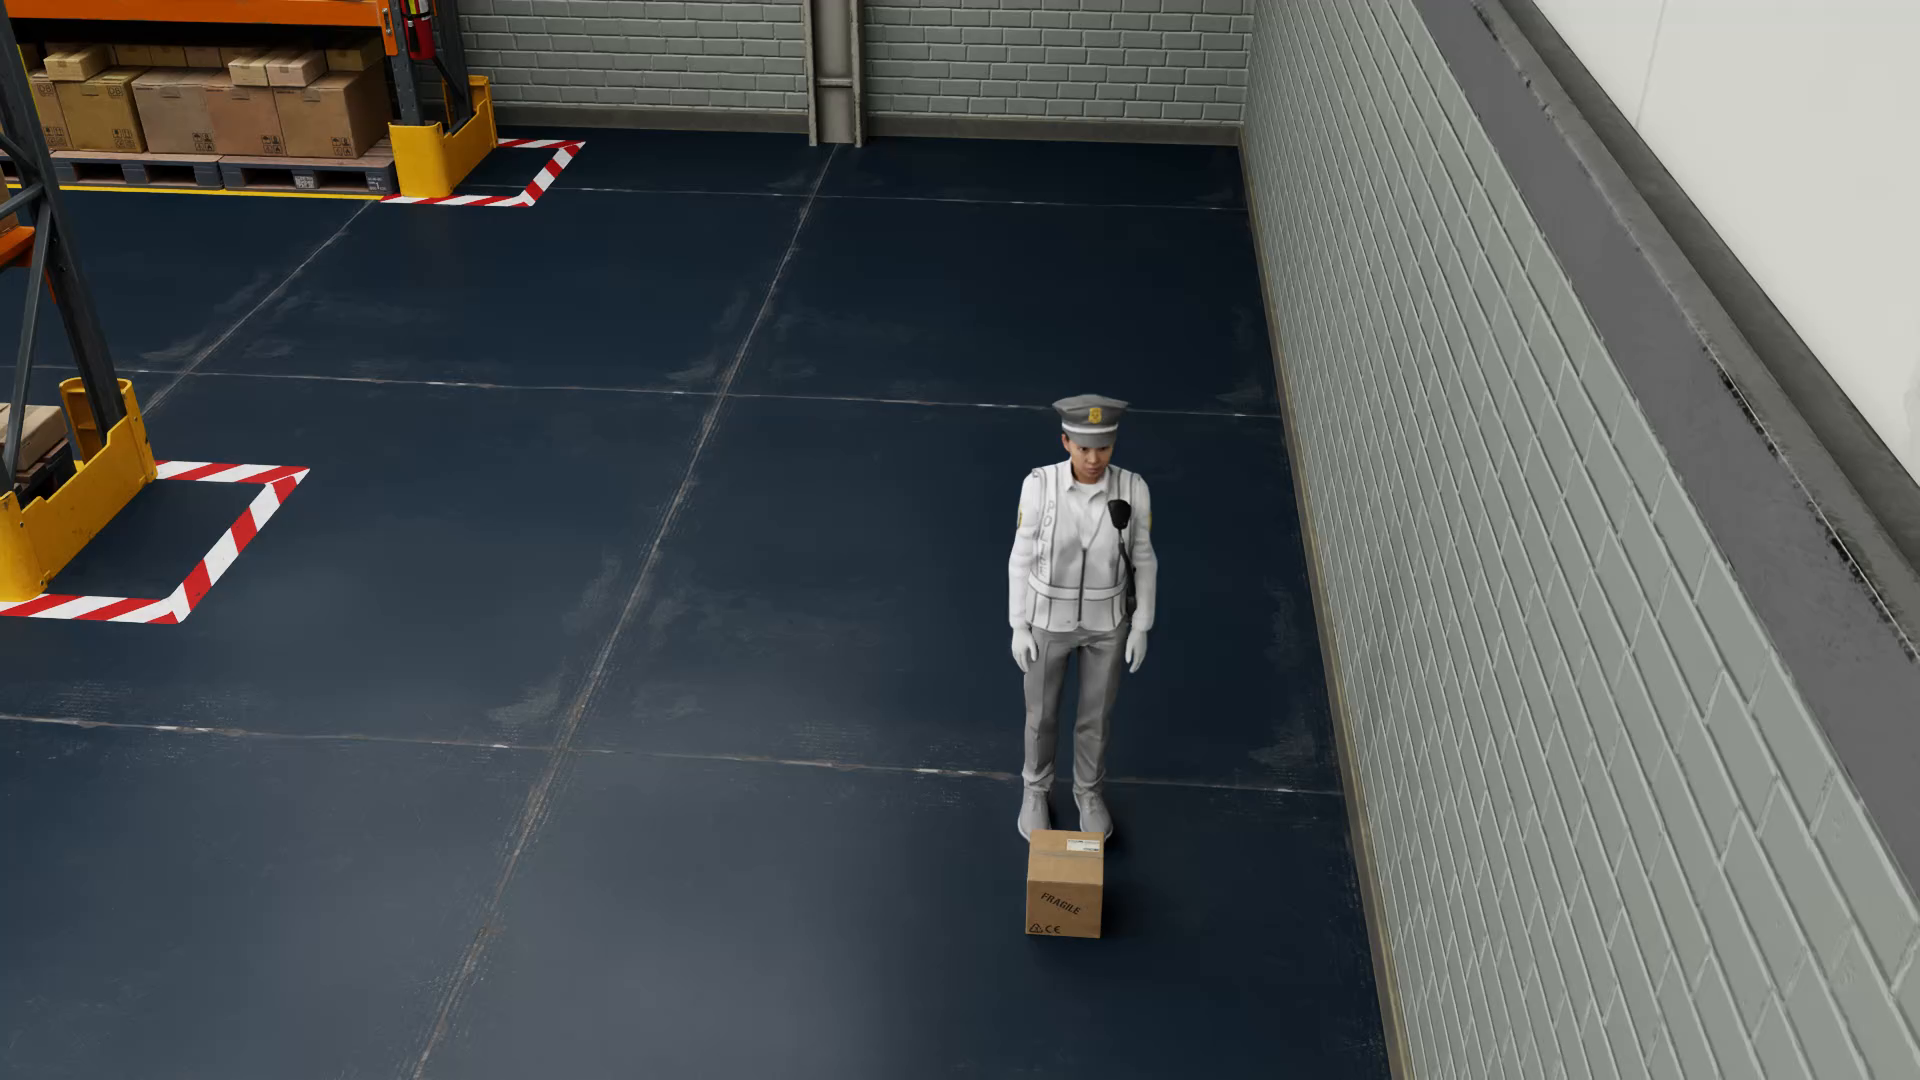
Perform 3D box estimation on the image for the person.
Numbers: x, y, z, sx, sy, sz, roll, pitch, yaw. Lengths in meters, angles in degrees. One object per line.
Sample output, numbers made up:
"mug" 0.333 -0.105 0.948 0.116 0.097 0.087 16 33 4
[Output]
"person" 0.413 0.280 5.636 0.498 1.705 0.376 0 32 0
